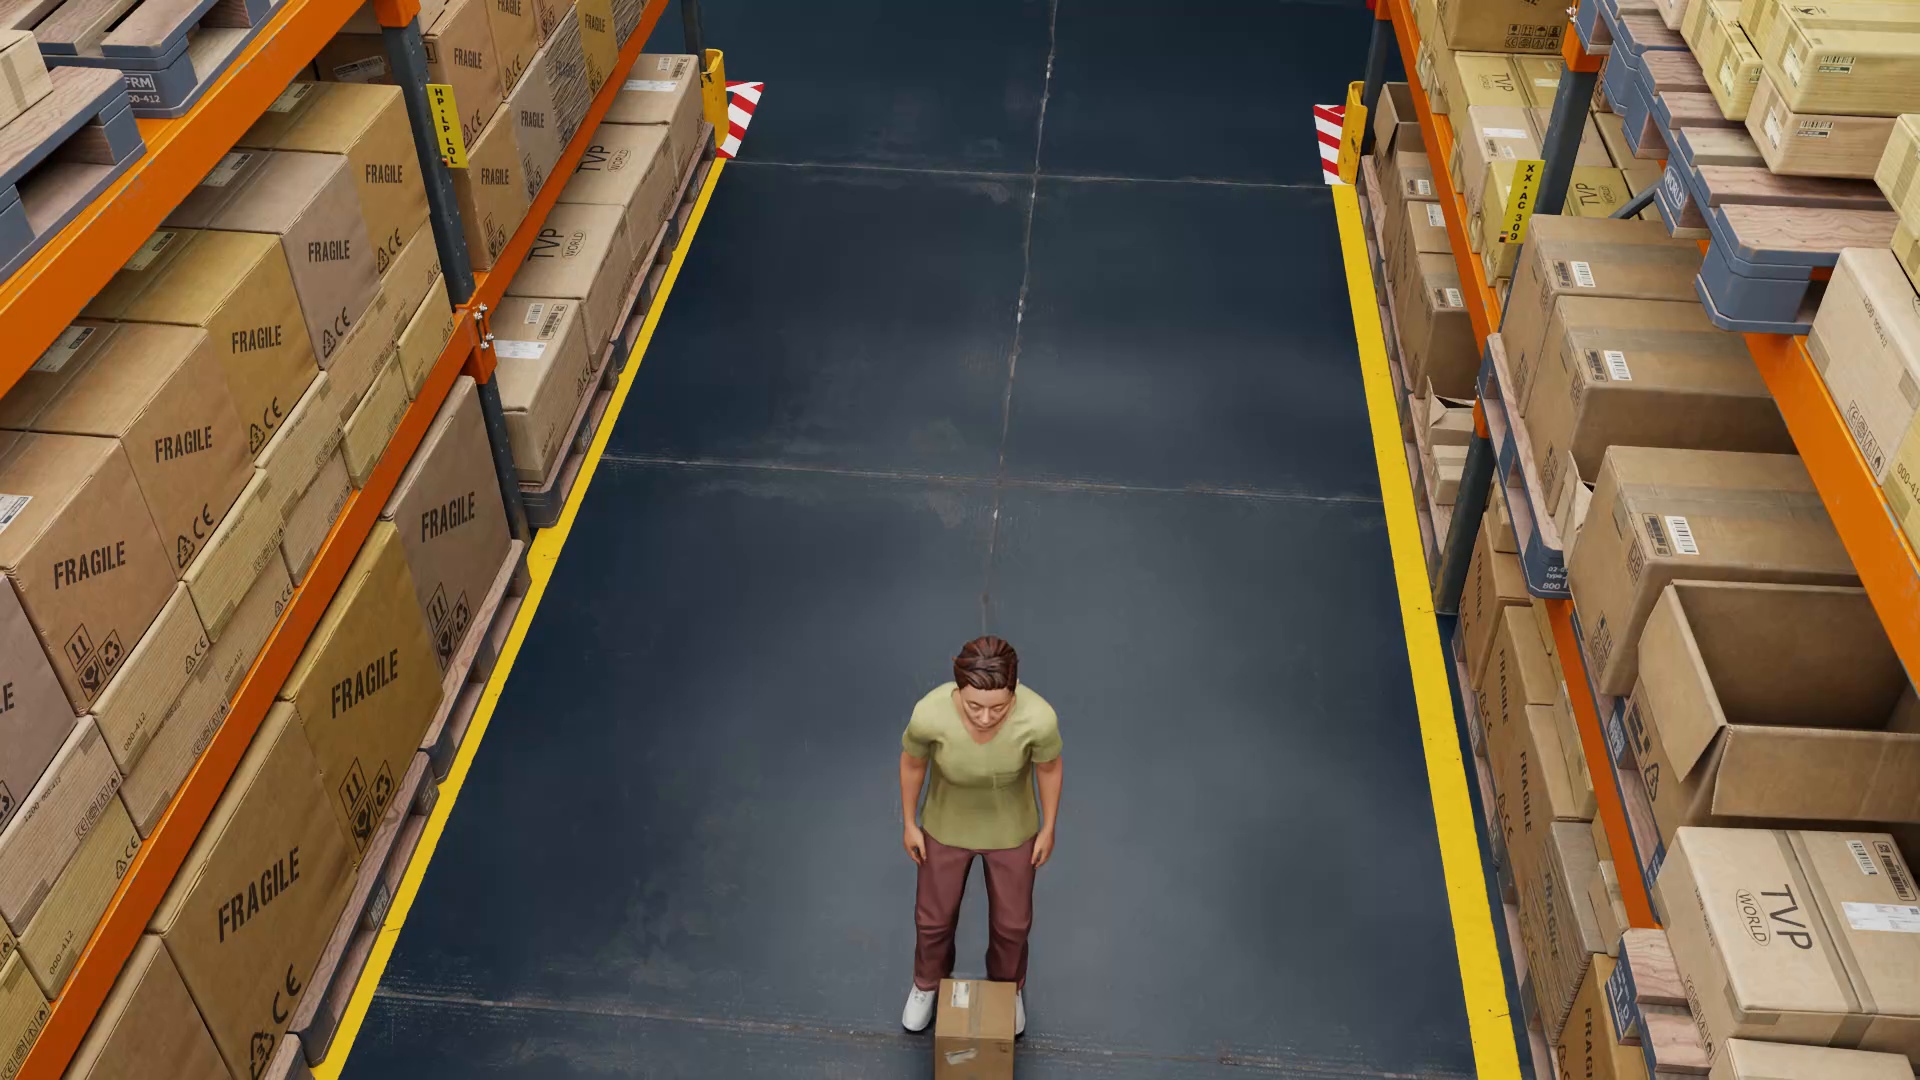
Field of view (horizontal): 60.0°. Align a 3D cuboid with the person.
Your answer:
[{"bbox_3d":[0.060,0.898,5.094,0.493,1.673,0.359,2,40,2],"label":"person"}]
